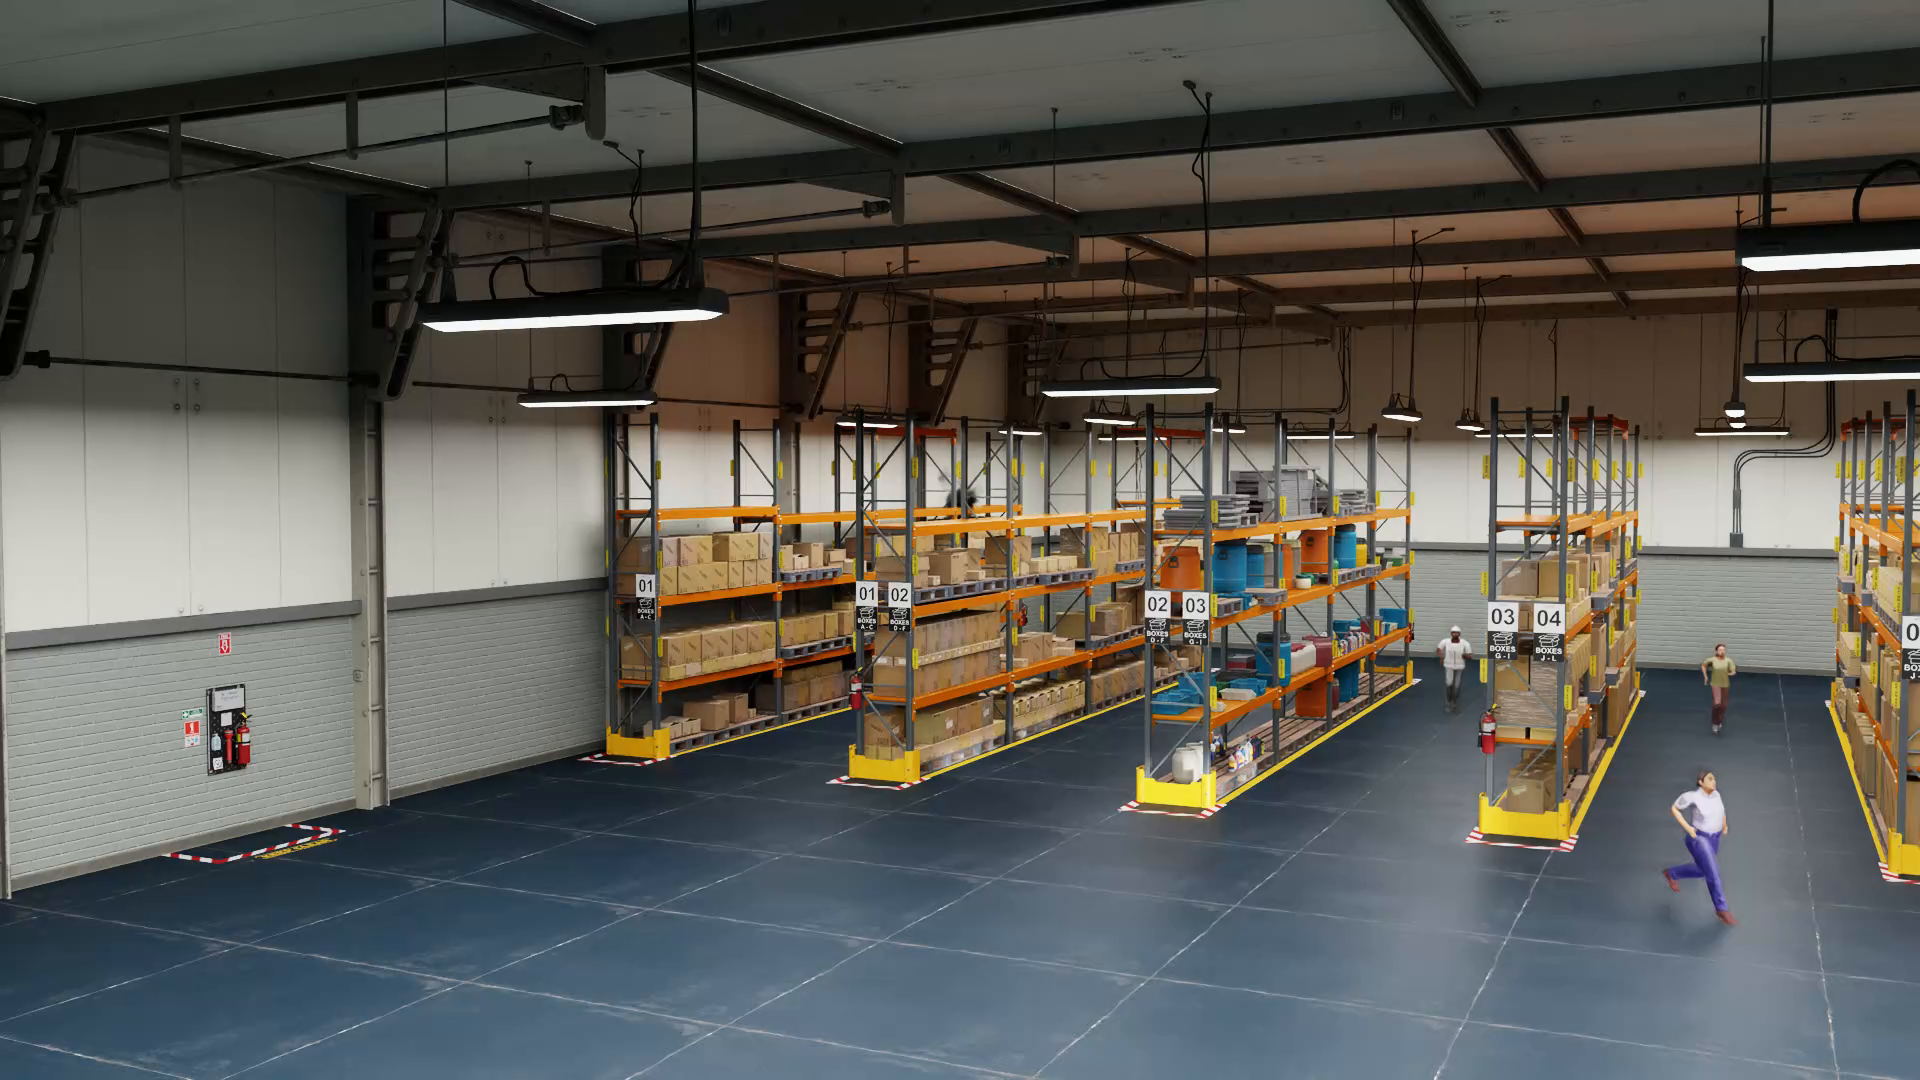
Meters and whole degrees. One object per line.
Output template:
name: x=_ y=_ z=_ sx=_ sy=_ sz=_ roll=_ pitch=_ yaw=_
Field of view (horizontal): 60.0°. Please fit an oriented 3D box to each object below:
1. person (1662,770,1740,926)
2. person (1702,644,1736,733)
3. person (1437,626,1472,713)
person: x=8.375 y=3.416 z=18.763 sx=0.576 sy=1.645 sz=1.093 roll=-1 pitch=3 yaw=-30
person: x=14.515 y=2.832 z=31.770 sx=0.545 sy=1.700 sz=0.697 roll=0 pitch=2 yaw=10
person: x=10.233 y=2.683 z=34.401 sx=0.672 sy=1.823 sz=0.763 roll=0 pitch=2 yaw=12
